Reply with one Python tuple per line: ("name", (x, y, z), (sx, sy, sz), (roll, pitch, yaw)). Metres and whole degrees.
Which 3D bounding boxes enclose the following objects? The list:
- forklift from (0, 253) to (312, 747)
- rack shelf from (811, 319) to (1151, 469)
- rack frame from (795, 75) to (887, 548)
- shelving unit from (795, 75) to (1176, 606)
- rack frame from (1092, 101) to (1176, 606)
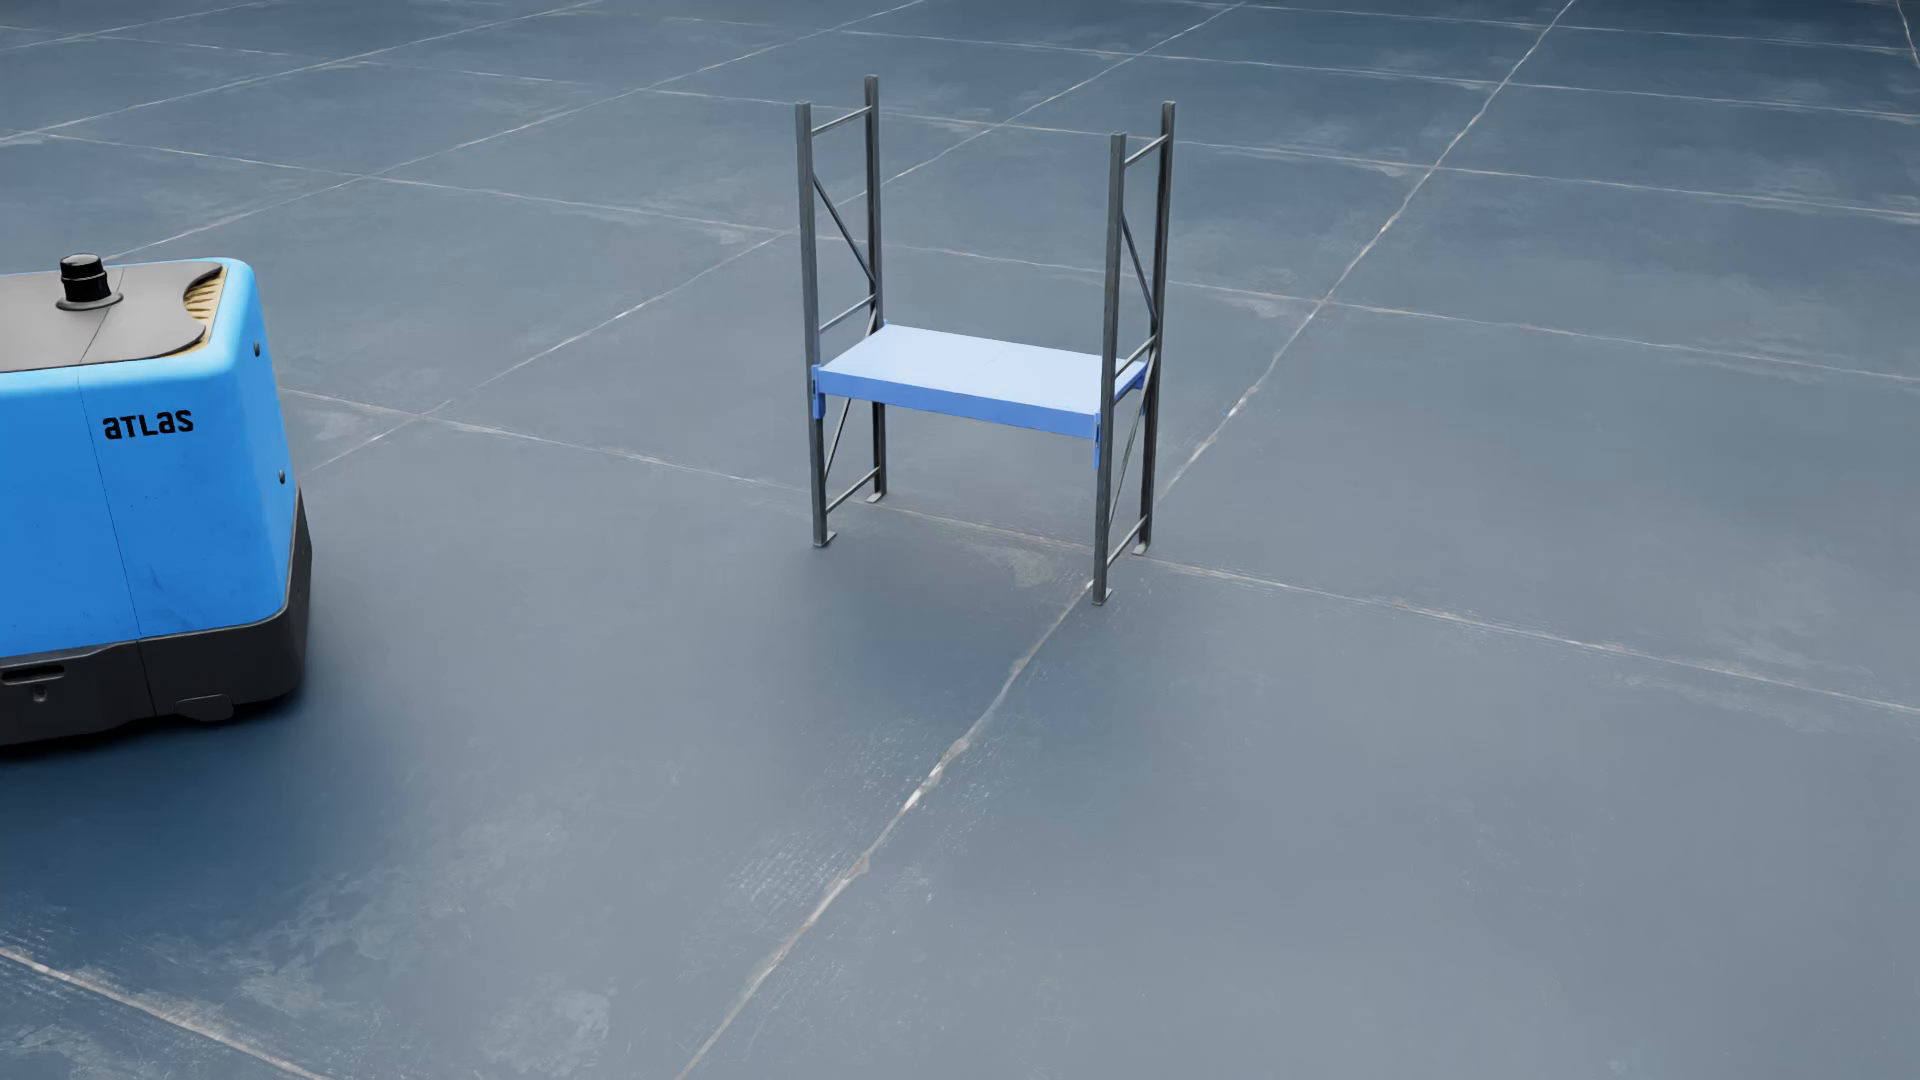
("forklift", (-3.461, -0.831, 4.120), (3.031, 2.935, 1.130), (-8, 27, -16))
("rack shelf", (0.078, -0.496, 5.467), (1.000, 0.185, 0.538), (11, 28, 22))
("rack frame", (-0.385, -0.750, 5.576), (0.032, 1.500, 0.500), (11, 28, 22))
("shelving unit", (0.078, -0.657, 5.387), (1.048, 1.500, 0.538), (11, 28, 22))
("rack frame", (0.540, -0.564, 5.198), (0.032, 1.500, 0.500), (11, 28, 22))
